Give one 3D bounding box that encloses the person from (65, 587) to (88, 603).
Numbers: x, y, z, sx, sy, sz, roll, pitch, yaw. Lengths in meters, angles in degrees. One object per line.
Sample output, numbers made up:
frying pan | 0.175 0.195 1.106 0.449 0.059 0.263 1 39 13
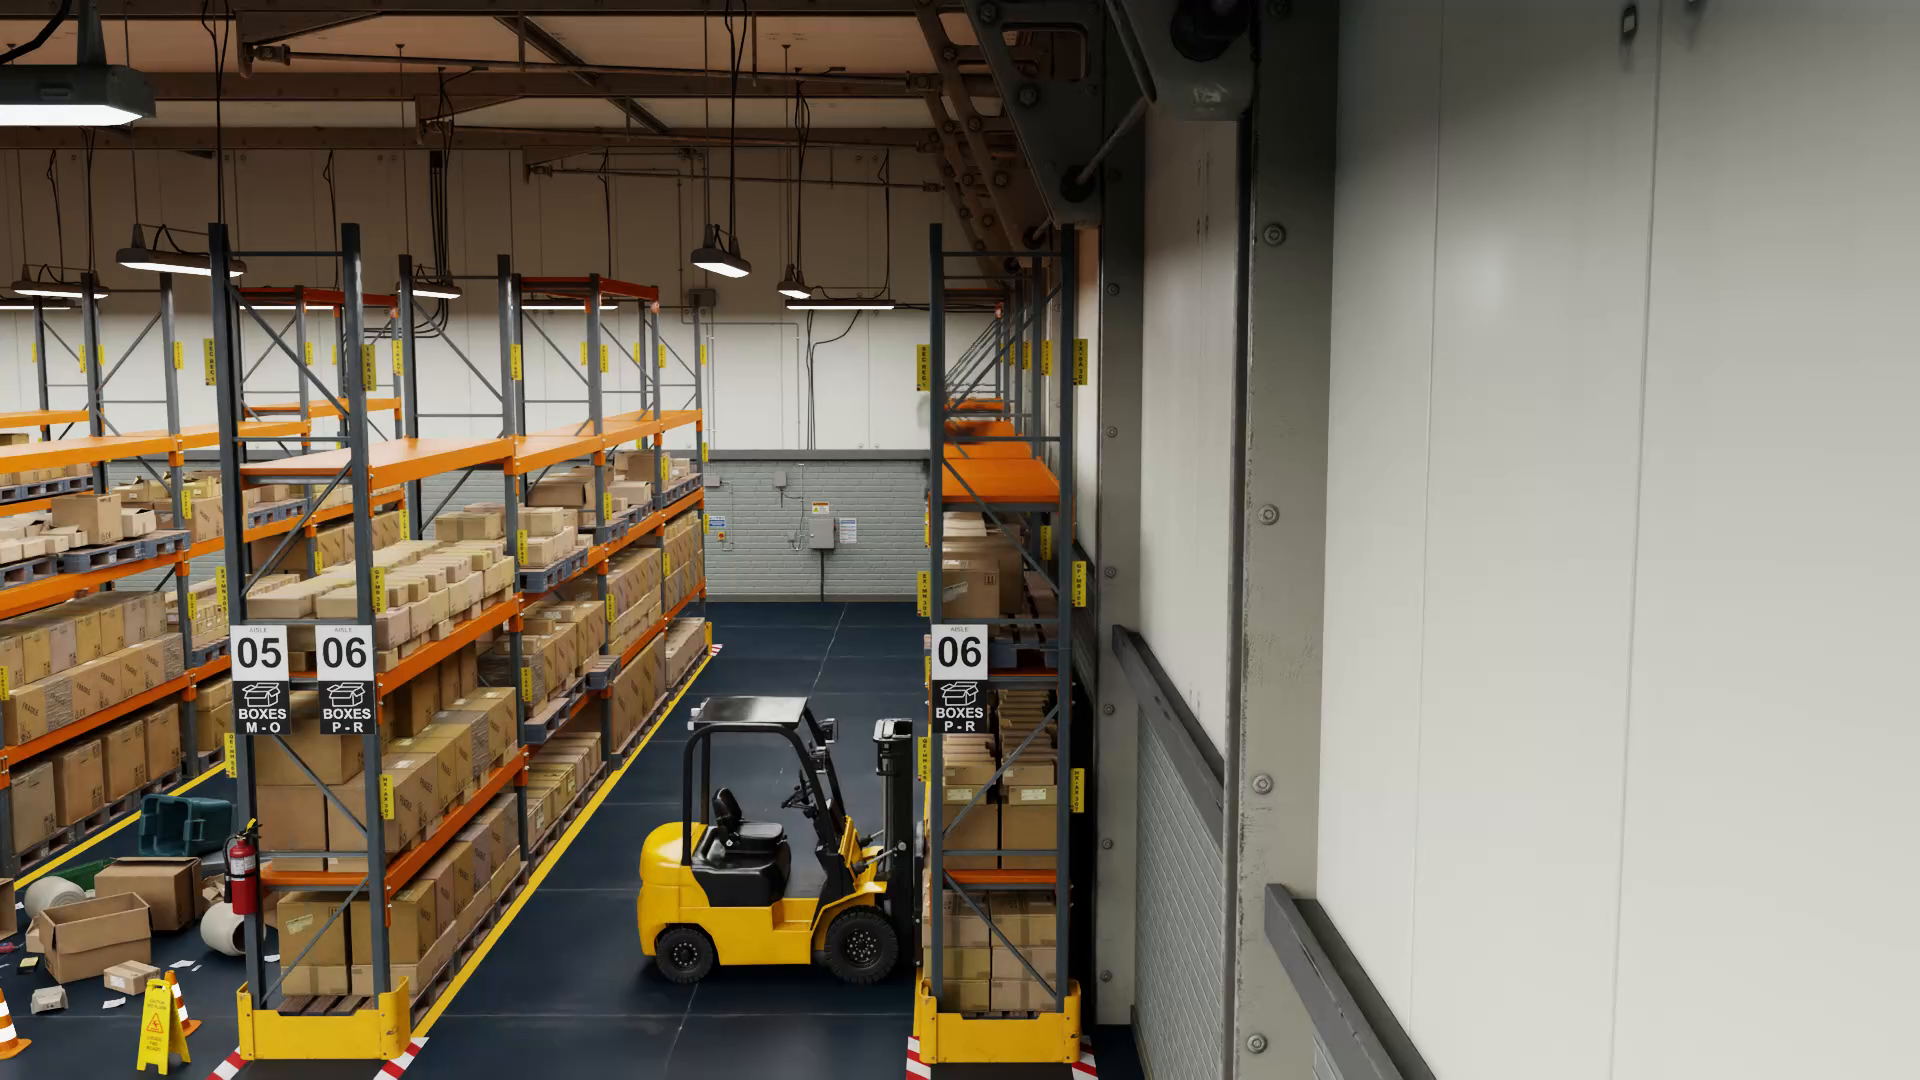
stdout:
person | -12.807 1.458 24.355 0.664 1.753 0.857 -1 7 -10
